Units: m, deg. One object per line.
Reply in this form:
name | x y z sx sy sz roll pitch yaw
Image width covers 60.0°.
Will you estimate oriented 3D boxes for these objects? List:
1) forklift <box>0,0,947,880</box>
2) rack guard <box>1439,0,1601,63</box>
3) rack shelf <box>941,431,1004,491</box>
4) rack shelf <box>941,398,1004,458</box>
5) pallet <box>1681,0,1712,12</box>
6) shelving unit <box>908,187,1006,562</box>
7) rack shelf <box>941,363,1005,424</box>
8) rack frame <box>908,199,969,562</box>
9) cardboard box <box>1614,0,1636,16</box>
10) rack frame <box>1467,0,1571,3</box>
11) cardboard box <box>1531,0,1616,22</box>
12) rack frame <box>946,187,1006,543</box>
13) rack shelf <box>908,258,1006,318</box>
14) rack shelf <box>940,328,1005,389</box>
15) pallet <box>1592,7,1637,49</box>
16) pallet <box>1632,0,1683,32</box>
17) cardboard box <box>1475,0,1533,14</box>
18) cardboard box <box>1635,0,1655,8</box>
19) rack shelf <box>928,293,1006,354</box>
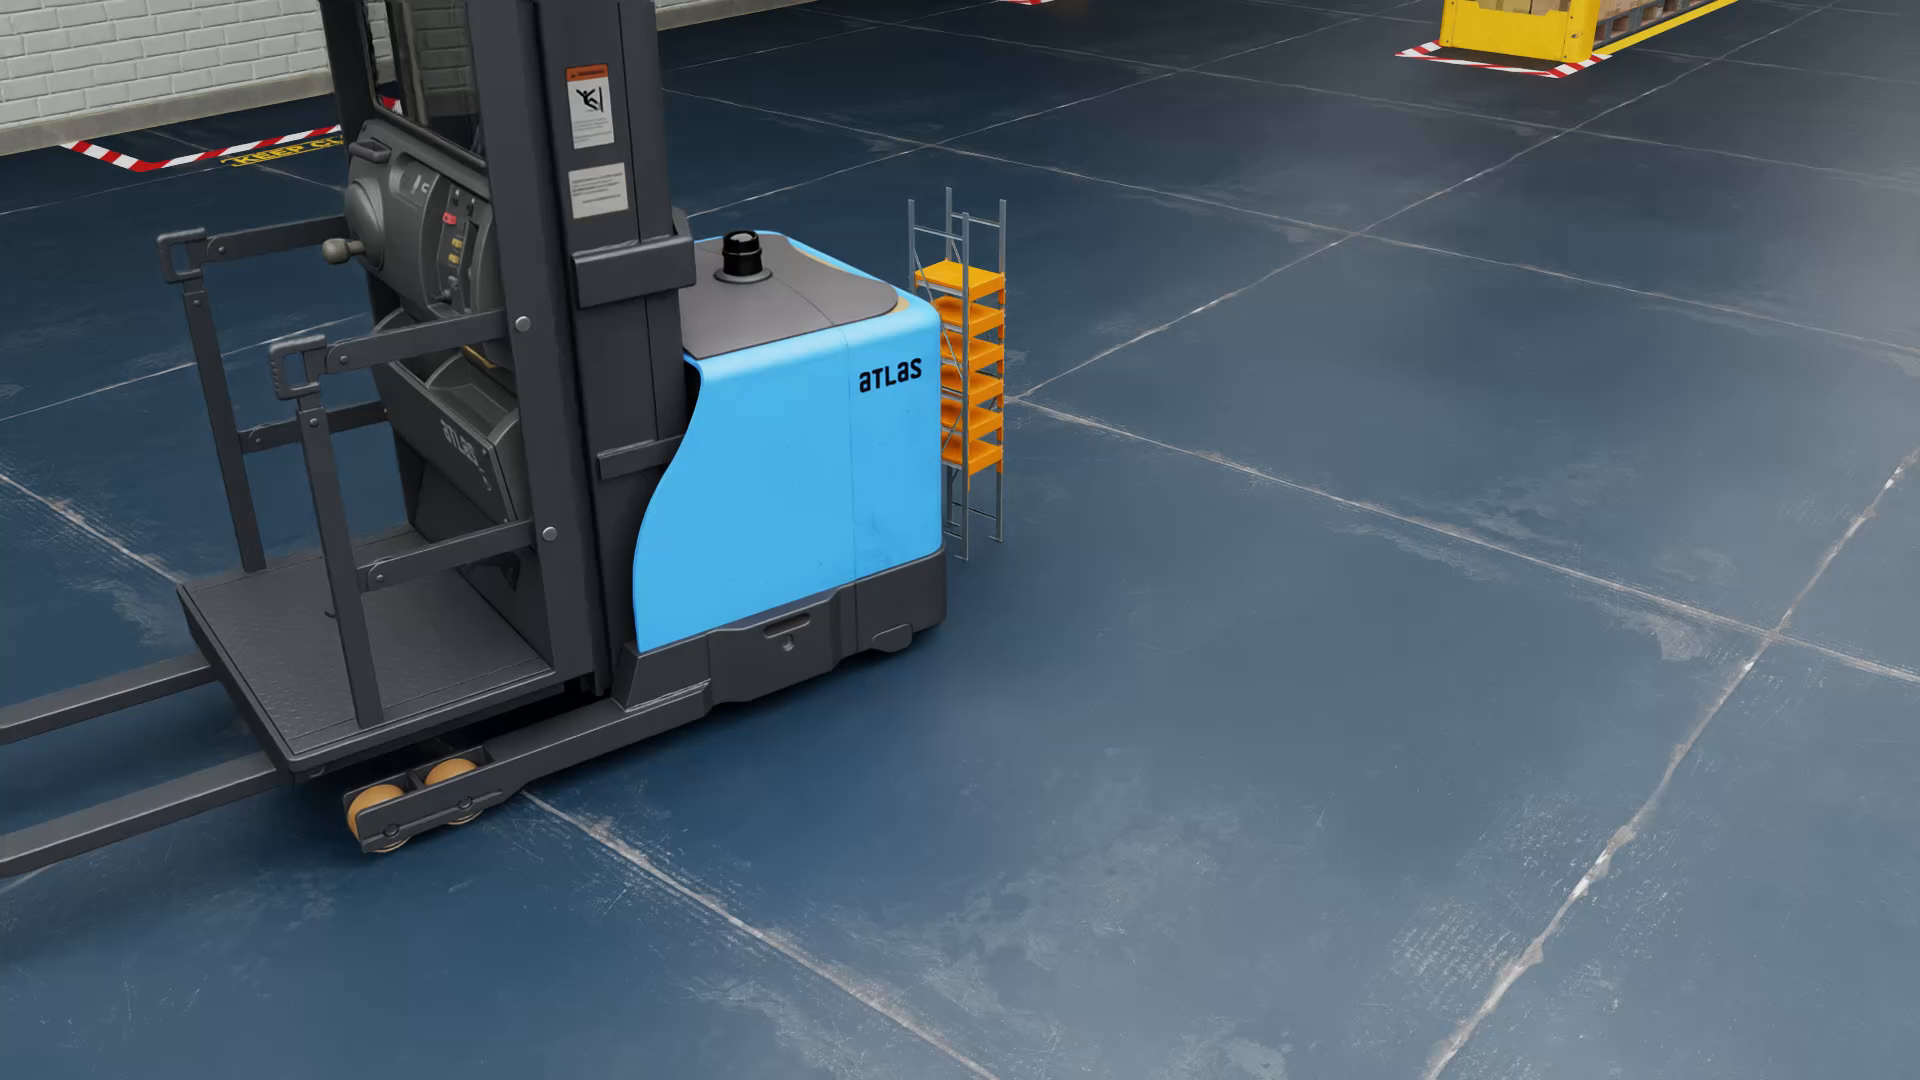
forklift | -1.530 -0.786 4.080 3.031 2.935 1.130 -19 33 -32
rack guard | 4.436 -4.142 13.213 1.175 0.500 0.348 21 34 34
rack shelf | -0.009 -0.275 5.595 0.258 0.103 0.180 21 34 34
rack shelf | -0.009 -0.382 5.540 0.258 0.103 0.180 21 34 34
pallet | 6.457 -5.171 15.515 1.003 0.211 1.213 21 34 34
shelving unit | -0.009 -0.528 5.464 0.258 1.200 0.189 21 34 34
rack shelf | -0.009 -0.488 5.485 0.258 0.103 0.180 21 34 34
rack frame | -0.067 -0.495 5.402 0.240 1.200 0.006 21 34 34
cardboard box | 5.279 -4.530 13.777 0.500 0.250 0.500 21 34 34
rack frame | 4.451 -5.261 12.655 1.000 3.000 0.127 21 34 34
cardboard box | 4.964 -4.351 13.432 0.500 0.250 0.500 21 34 34
rack frame | 0.049 -0.560 5.527 0.240 1.200 0.006 21 34 34
rack shelf | -0.009 -0.808 5.319 0.258 0.103 0.180 21 34 34
rack shelf | -0.009 -0.595 5.430 0.258 0.103 0.180 21 34 34
pallet | 4.905 -4.306 13.843 1.003 0.211 1.213 21 34 34
pallet | 5.681 -4.736 14.676 1.003 0.211 1.213 21 34 34
cardboard box | 4.564 -4.503 13.724 0.500 0.250 0.500 21 34 34
cardboard box | 5.597 -4.707 14.119 0.500 0.250 0.500 21 34 34
rack shelf | -0.009 -0.701 5.375 0.258 0.103 0.180 21 34 34
